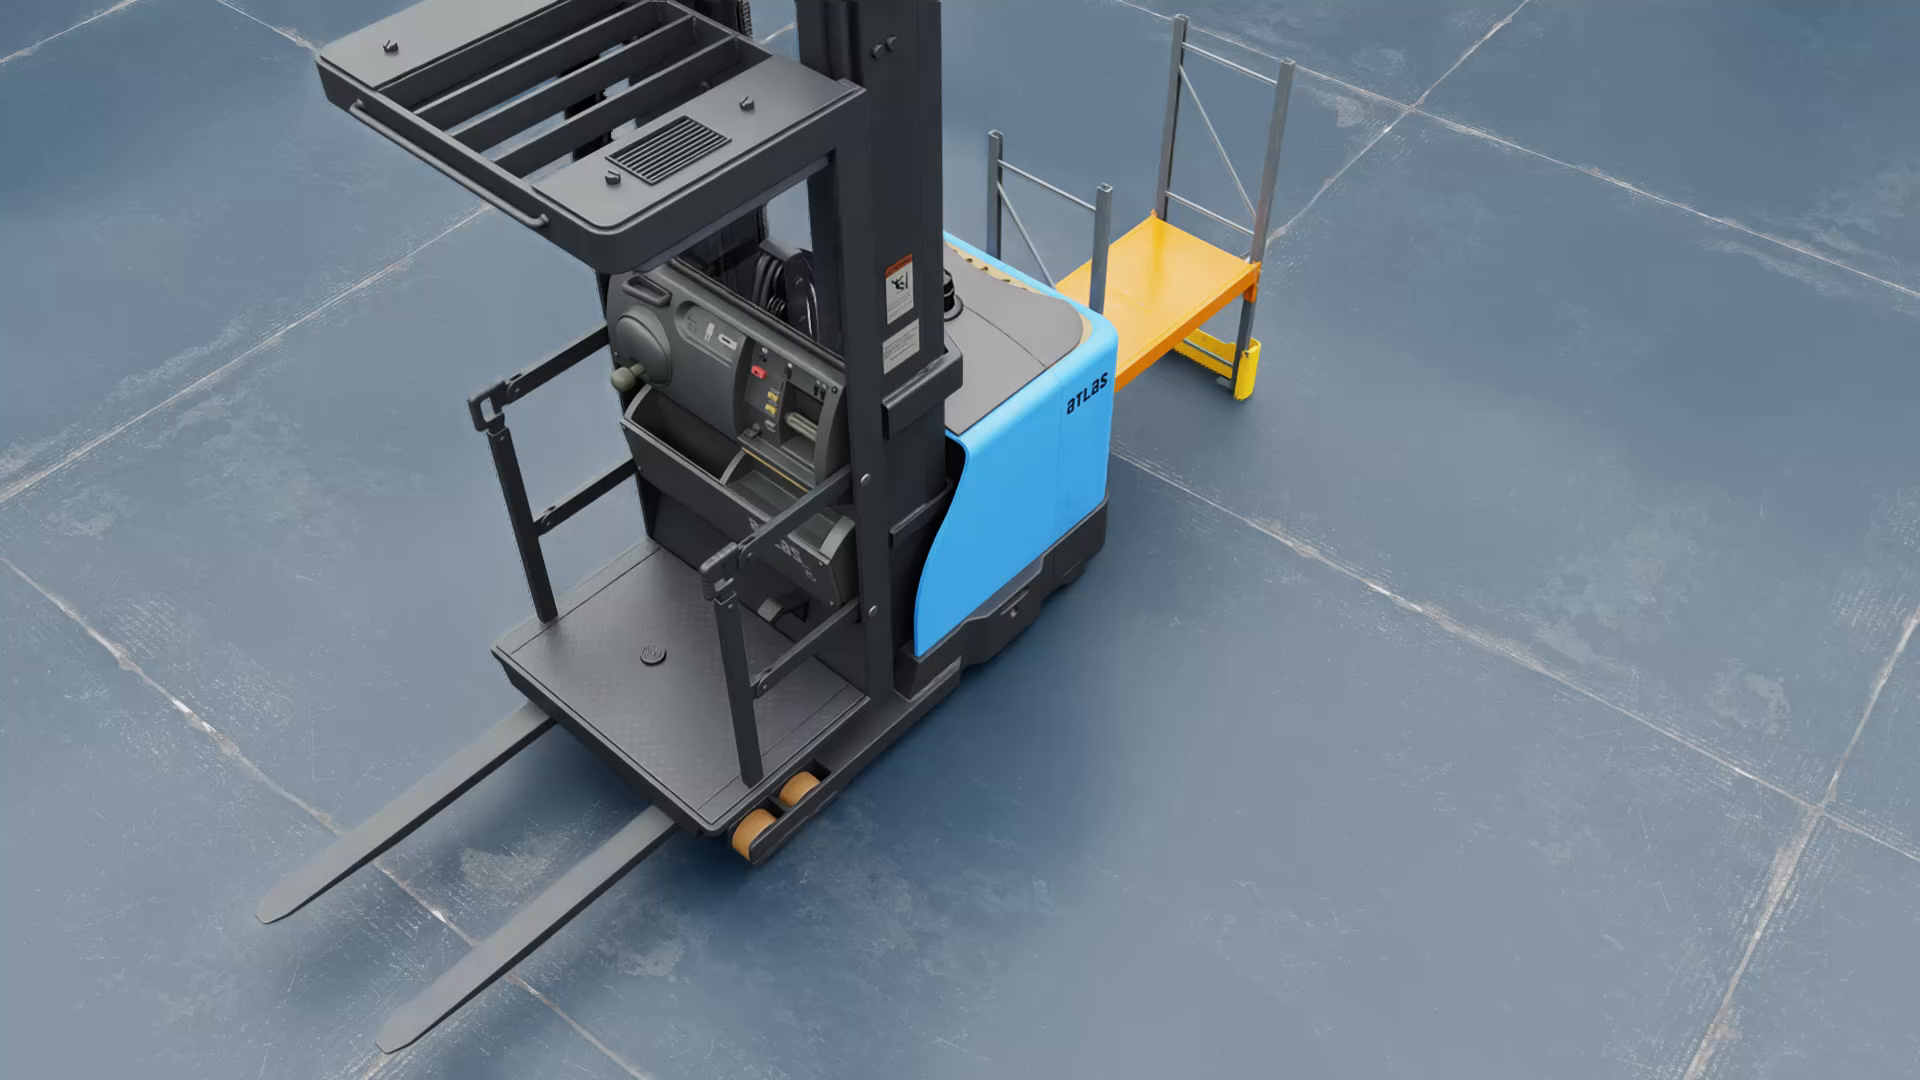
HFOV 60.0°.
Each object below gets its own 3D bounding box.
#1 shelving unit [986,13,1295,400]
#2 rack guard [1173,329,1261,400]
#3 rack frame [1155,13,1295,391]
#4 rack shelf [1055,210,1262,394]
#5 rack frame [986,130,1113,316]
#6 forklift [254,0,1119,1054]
[{"bbox_3d":[0.633,-0.981,6.150,0.587,1.500,1.083,33,55,27],"label":"shelving unit"},{"bbox_3d":[0.965,-0.818,6.858,0.587,0.250,0.087,33,55,27],"label":"rack guard"},{"bbox_3d":[0.966,-1.250,6.407,0.500,1.500,0.032,33,55,27],"label":"rack frame"},{"bbox_3d":[0.627,-0.852,6.276,0.538,0.185,1.000,33,55,27],"label":"rack shelf"},{"bbox_3d":[0.287,-0.703,5.884,0.500,1.500,0.032,33,55,27],"label":"rack frame"},{"bbox_3d":[-0.820,-0.415,4.619,1.130,2.935,3.031,33,55,27],"label":"forklift"}]
